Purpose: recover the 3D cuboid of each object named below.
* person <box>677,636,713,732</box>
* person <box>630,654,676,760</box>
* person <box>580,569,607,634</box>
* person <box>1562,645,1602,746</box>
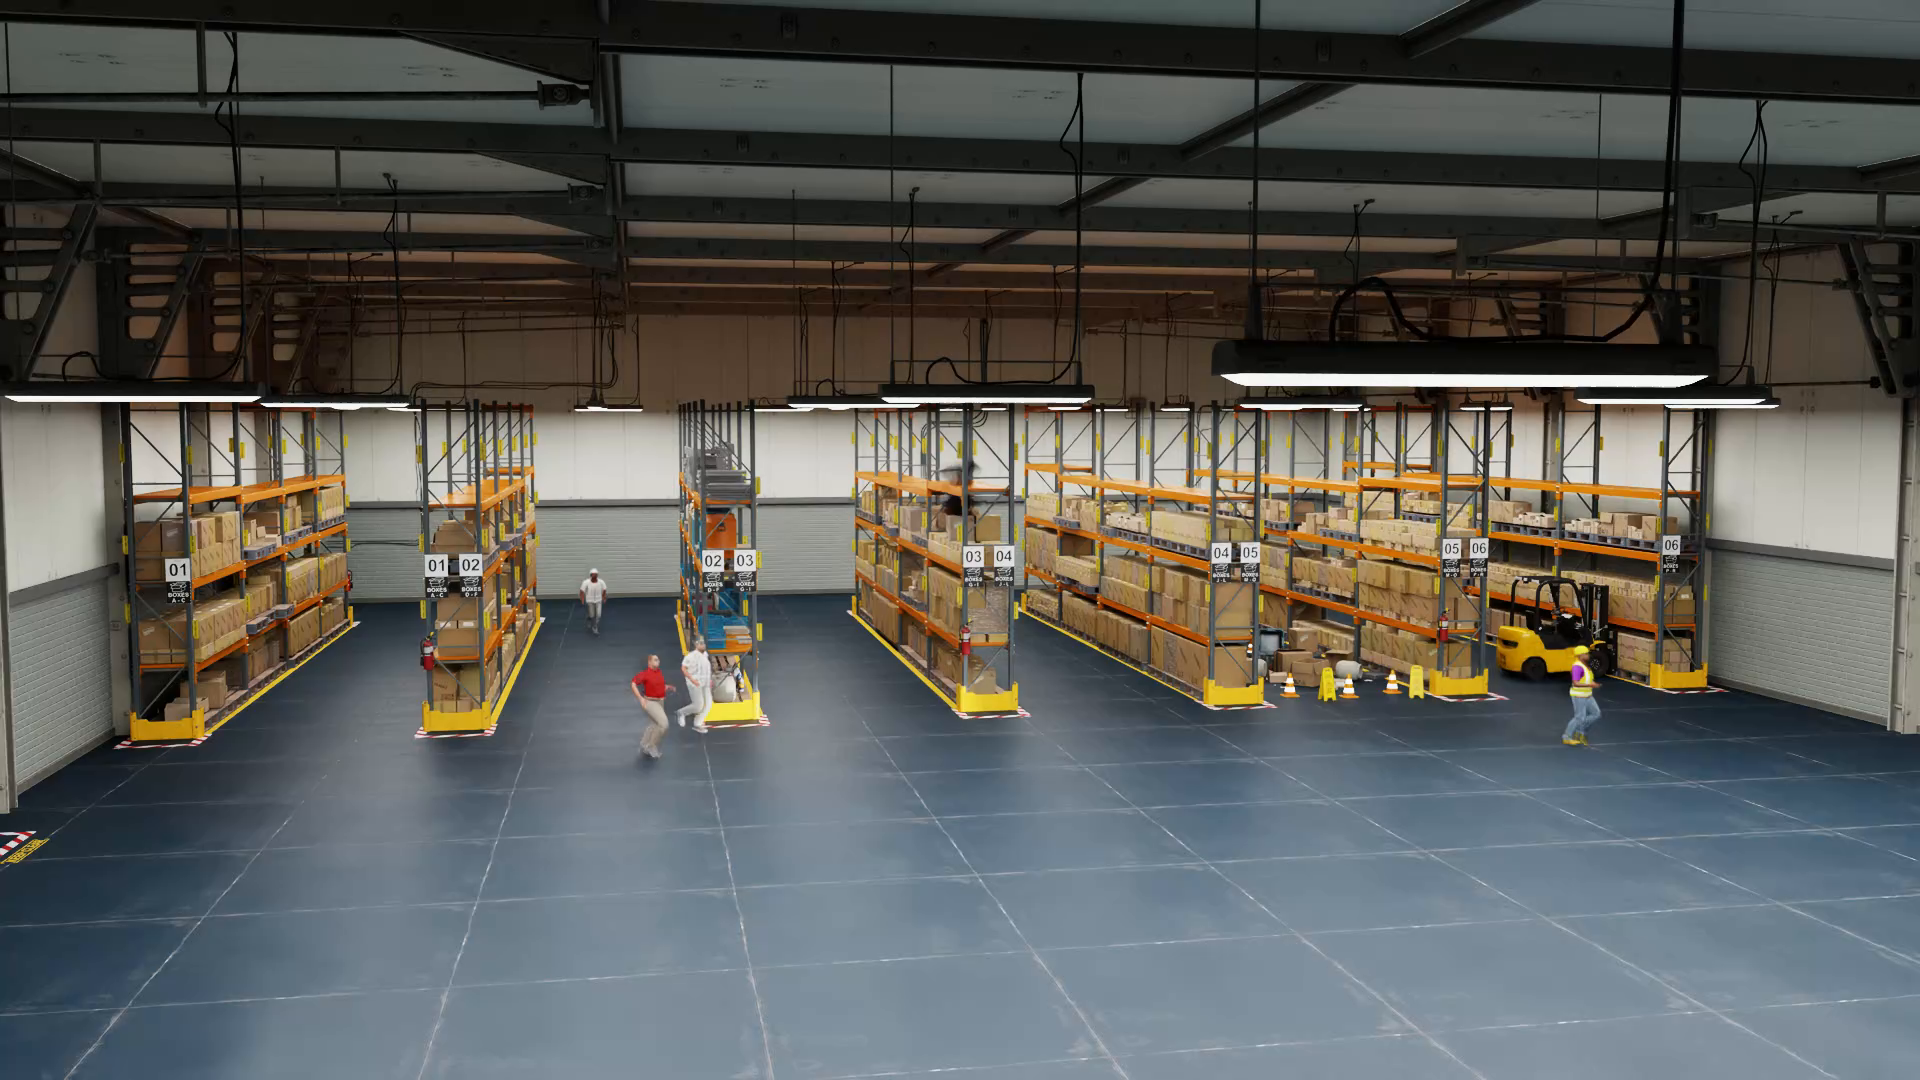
[{"bbox_3d":[-4.771,2.590,30.128,0.612,1.733,0.694,3,5,31],"label":"person"},{"bbox_3d":[-5.074,2.786,27.728,0.721,1.755,0.640,1,4,15],"label":"person"},{"bbox_3d":[-9.566,1.599,43.413,0.682,1.712,0.621,-2,5,-23],"label":"person"},{"bbox_3d":[10.743,2.691,28.616,0.687,1.758,0.664,4,6,40],"label":"person"}]
